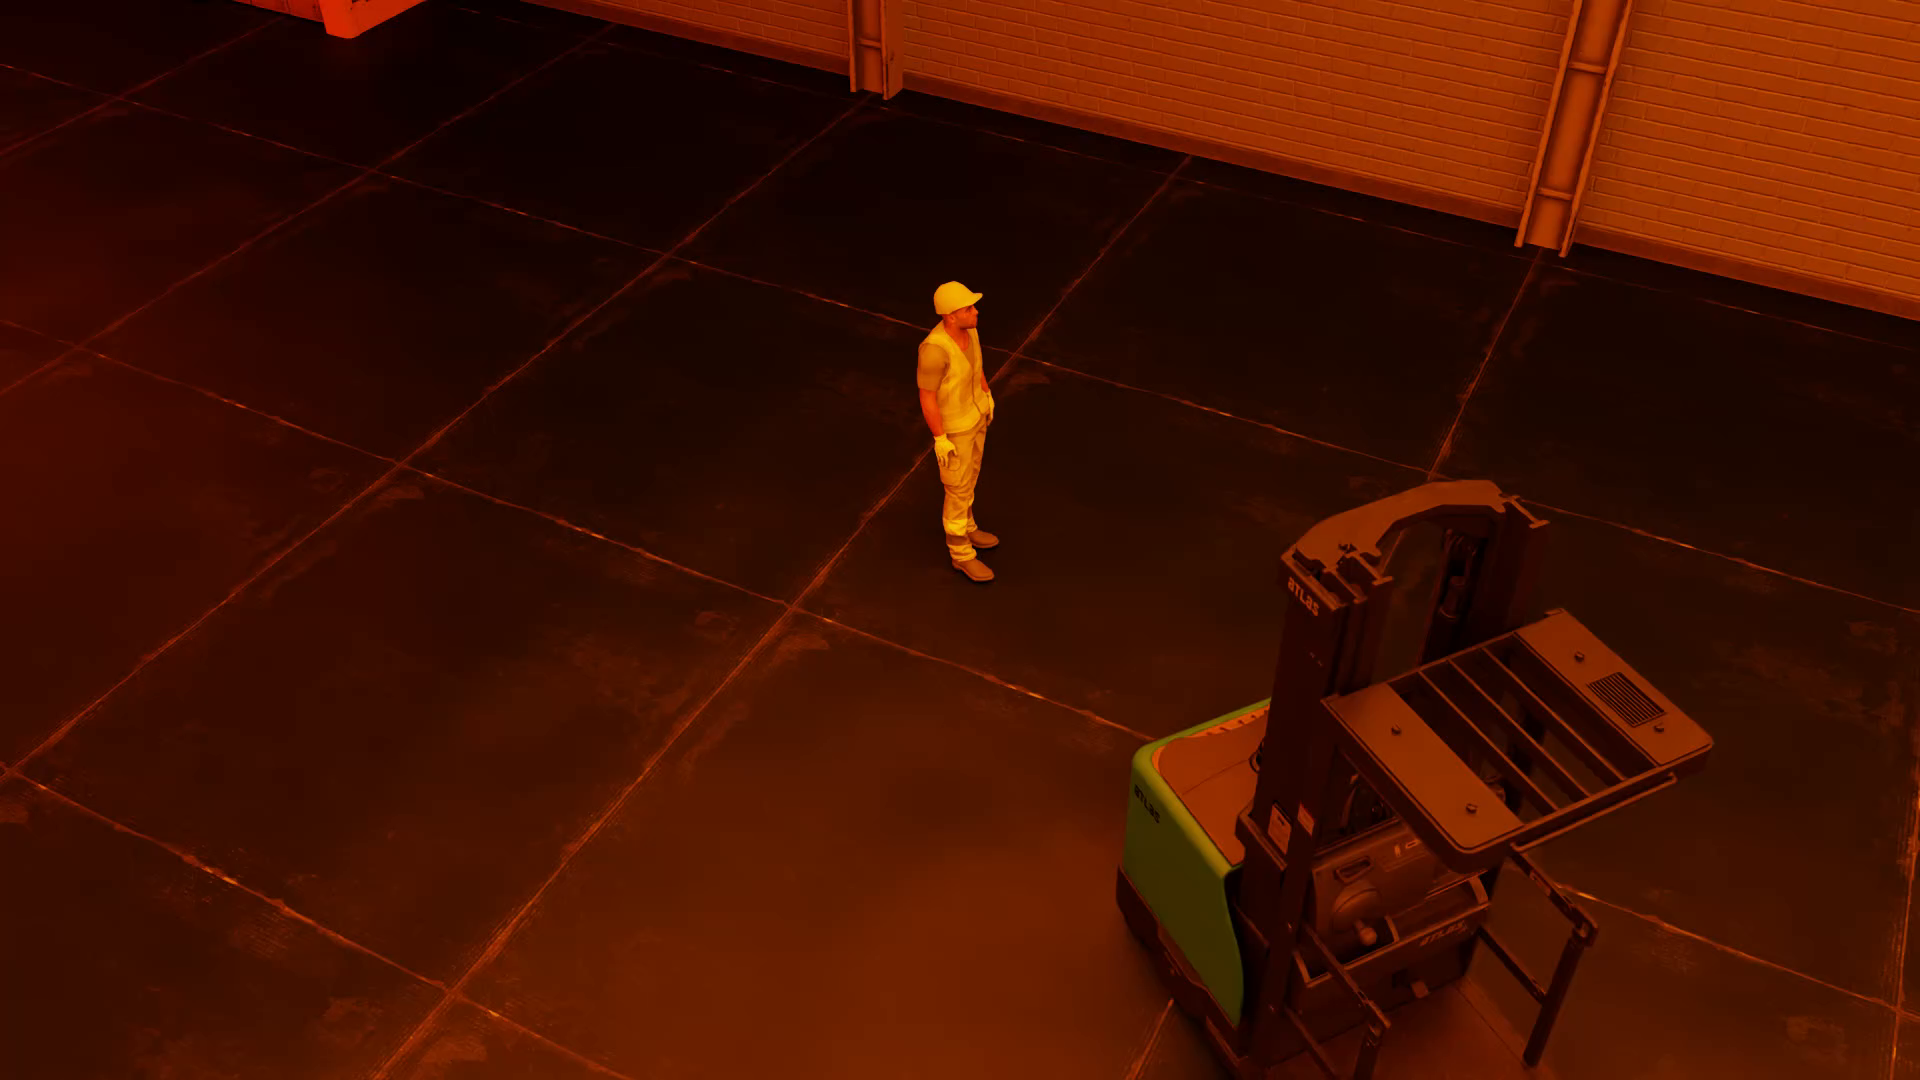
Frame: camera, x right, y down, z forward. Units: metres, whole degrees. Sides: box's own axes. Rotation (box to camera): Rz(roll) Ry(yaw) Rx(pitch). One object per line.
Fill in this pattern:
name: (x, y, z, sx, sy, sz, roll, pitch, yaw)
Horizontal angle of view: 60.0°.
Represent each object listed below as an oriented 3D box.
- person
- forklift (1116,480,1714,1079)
person: (0.067, -0.660, 9.645, 0.562, 1.789, 0.638, 18, 43, 21)
forklift: (1.863, 1.358, 6.374, 1.130, 2.935, 3.031, -18, 43, -20)
